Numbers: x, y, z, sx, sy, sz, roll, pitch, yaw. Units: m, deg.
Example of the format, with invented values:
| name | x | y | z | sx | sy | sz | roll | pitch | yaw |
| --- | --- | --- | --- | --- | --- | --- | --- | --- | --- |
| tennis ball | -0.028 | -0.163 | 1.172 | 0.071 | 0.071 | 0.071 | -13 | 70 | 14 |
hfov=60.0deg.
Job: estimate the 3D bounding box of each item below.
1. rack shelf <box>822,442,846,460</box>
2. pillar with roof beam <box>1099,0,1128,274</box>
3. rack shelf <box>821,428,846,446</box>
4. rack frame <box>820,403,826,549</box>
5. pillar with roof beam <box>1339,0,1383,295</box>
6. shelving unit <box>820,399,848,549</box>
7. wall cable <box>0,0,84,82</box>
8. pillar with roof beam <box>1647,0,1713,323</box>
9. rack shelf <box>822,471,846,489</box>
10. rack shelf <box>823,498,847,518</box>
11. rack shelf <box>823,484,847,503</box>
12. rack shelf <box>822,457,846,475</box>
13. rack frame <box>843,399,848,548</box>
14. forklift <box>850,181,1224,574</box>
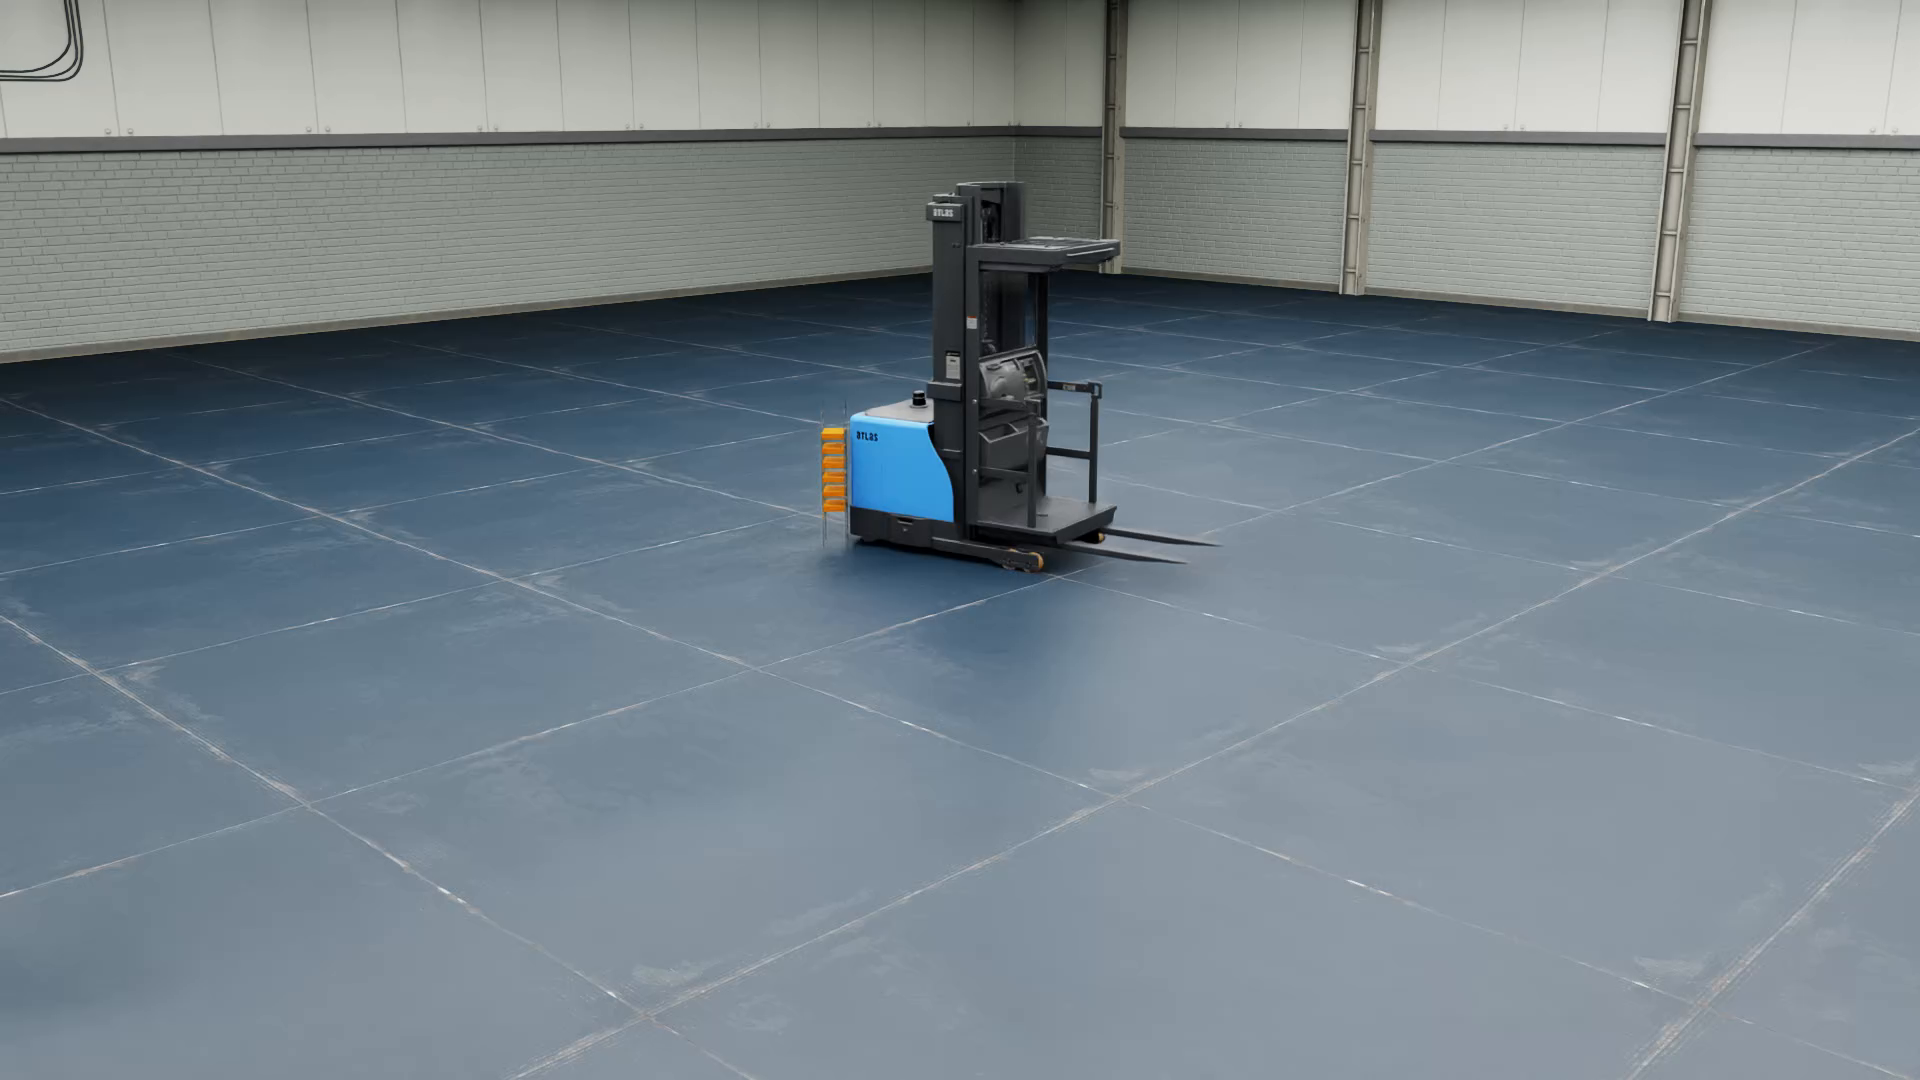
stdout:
| name | x | y | z | sx | sy | sz | roll | pitch | yaw |
| --- | --- | --- | --- | --- | --- | --- | --- | --- | --- |
| rack shelf | -1.028 | -0.728 | 13.572 | 0.180 | 0.103 | 0.258 | 0 | 15 | 0 |
| pillar with roof beam | 0.292 | -9.393 | 32.135 | 0.400 | 9.000 | 9.100 | 14 | 20 | 42 |
| rack shelf | -1.028 | -0.845 | 13.542 | 0.180 | 0.103 | 0.258 | 0 | 15 | 0 |
| rack frame | -1.119 | -0.539 | 13.622 | 0.006 | 1.200 | 0.240 | 0 | 15 | 0 |
| pillar with roof beam | 4.611 | -8.343 | 28.104 | 0.400 | 9.000 | 9.100 | 14 | 20 | 42 |
| shelving unit | -1.028 | -0.539 | 13.622 | 0.189 | 1.200 | 0.258 | 0 | 15 | 0 |
| wall cable | -13.186 | -8.579 | 22.264 | 0.169 | 6.003 | 2.305 | 14 | 20 | 42 |
| pillar with roof beam | 8.930 | -7.293 | 24.074 | 0.400 | 9.000 | 9.100 | 14 | 20 | 42 |
| rack shelf | -1.028 | -0.496 | 13.633 | 0.180 | 0.103 | 0.258 | 0 | 15 | 0 |
| rack shelf | -1.028 | -0.264 | 13.693 | 0.180 | 0.103 | 0.258 | 0 | 15 | 0 |
| rack shelf | -1.028 | -0.380 | 13.663 | 0.180 | 0.103 | 0.258 | 0 | 15 | 0 |
| rack shelf | -1.028 | -0.612 | 13.603 | 0.180 | 0.103 | 0.258 | 0 | 15 | 0 |
| rack frame | -0.936 | -0.539 | 13.621 | 0.006 | 1.200 | 0.240 | 0 | 15 | 0 |
| forklift | 0.600 | -1.307 | 13.136 | 3.031 | 2.935 | 1.130 | 9 | 17 | 32 |
